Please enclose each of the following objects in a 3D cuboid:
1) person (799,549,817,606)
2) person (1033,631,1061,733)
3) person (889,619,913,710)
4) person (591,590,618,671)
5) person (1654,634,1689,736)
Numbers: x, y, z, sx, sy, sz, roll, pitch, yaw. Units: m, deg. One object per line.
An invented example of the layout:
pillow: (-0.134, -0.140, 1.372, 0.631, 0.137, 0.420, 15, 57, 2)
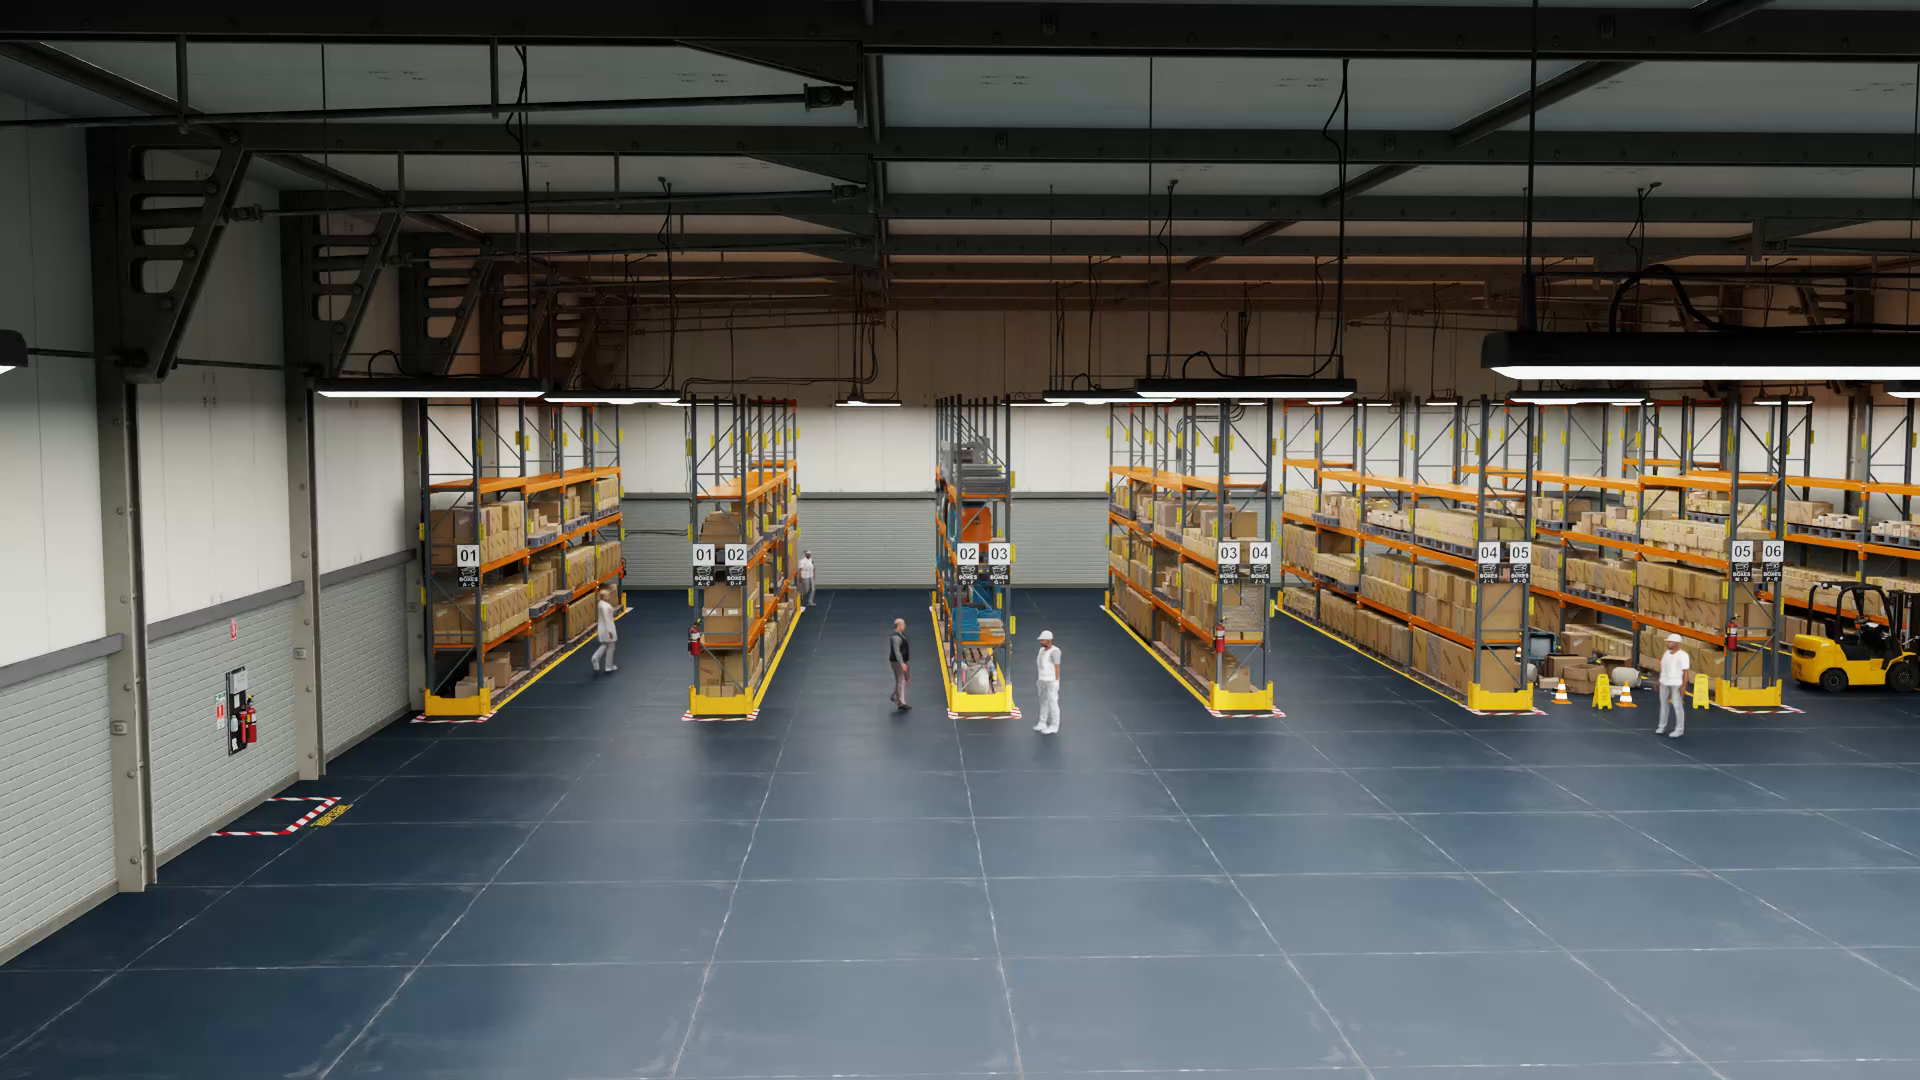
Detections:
person: (-4.496, 1.082, 48.328, 0.639, 1.657, 0.504, 3, 5, 33)
person: (1.527, 2.501, 29.498, 0.436, 1.788, 0.598, -3, 5, -31)
person: (-1.112, 2.364, 31.793, 0.498, 1.734, 0.670, 1, 5, 9)
person: (-7.745, 1.973, 36.220, 0.539, 1.769, 0.646, 3, 5, 35)
person: (12.493, 2.532, 29.205, 0.424, 1.771, 0.625, -3, 5, -35)
